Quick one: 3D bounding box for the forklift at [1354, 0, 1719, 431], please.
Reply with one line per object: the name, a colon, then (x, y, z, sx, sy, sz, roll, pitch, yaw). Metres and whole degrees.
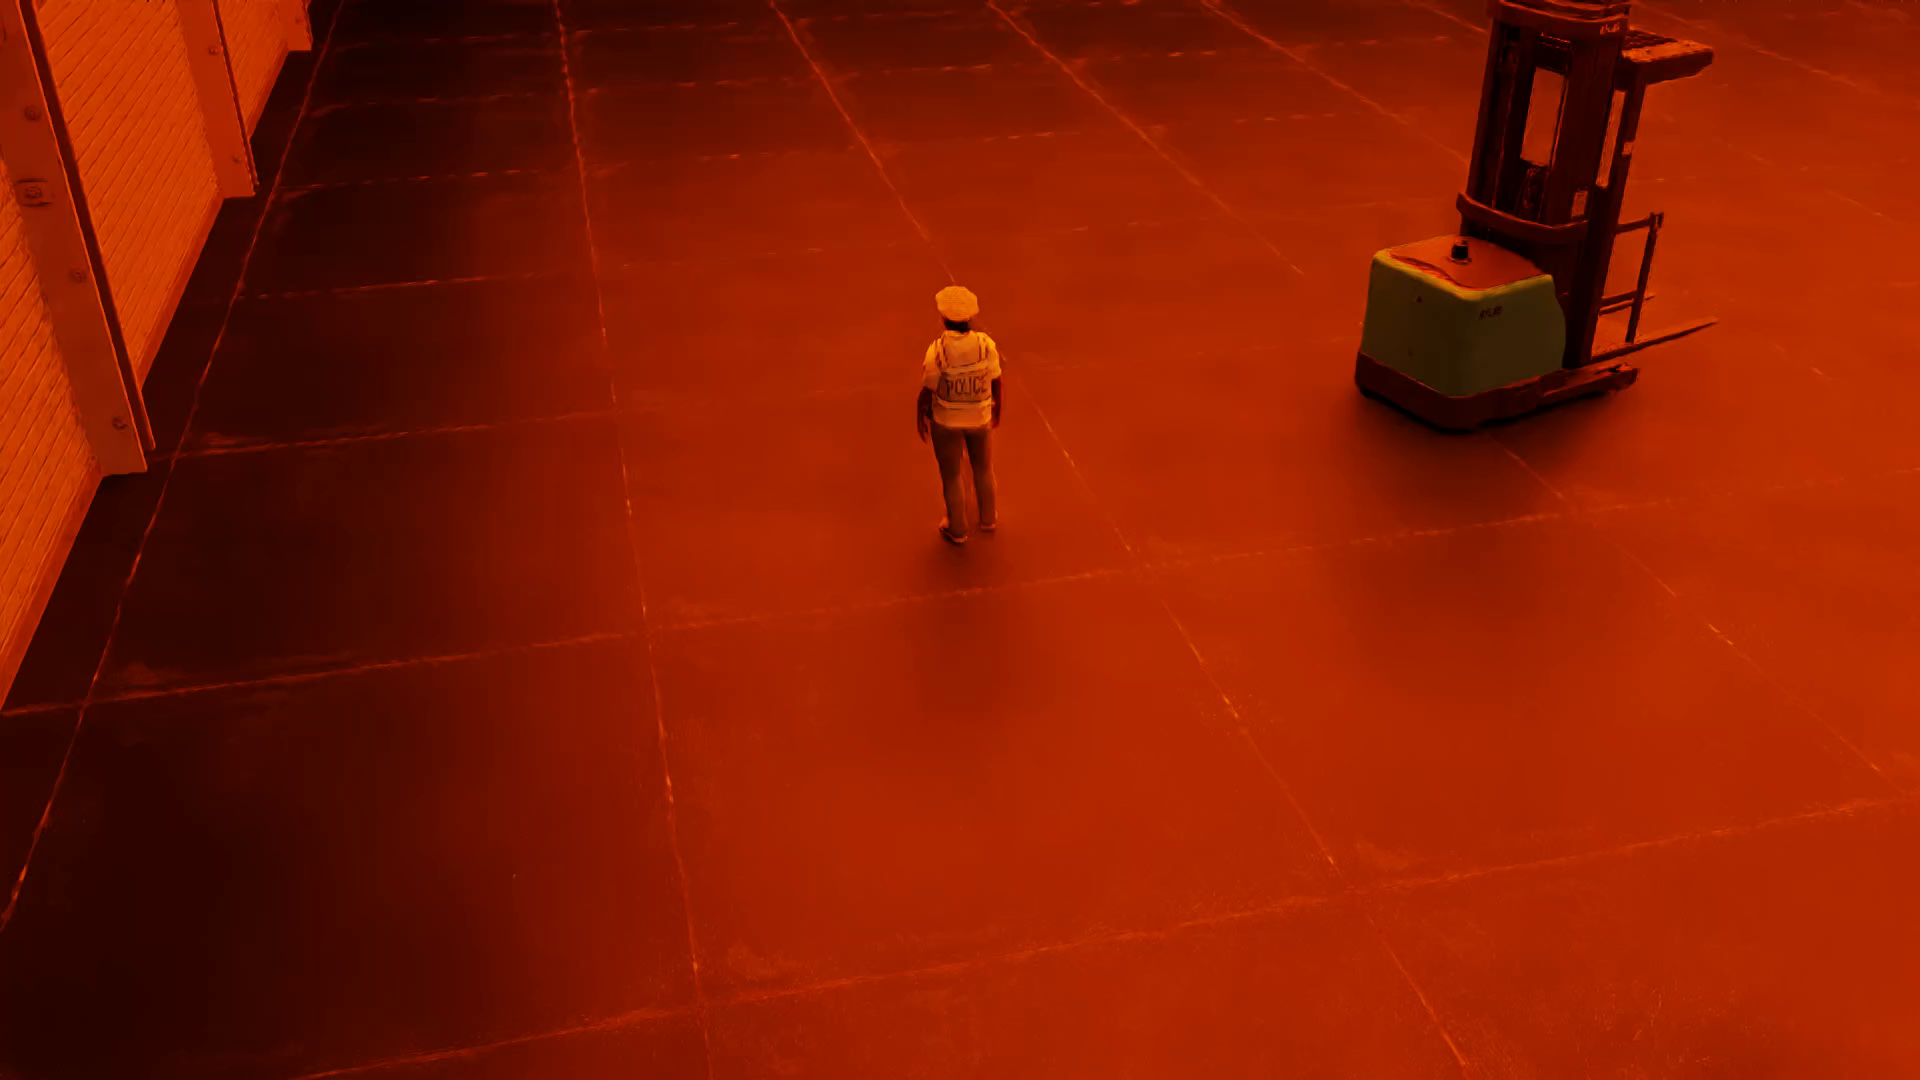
forklift: (4.481, -2.572, 12.018, 3.031, 2.935, 1.130, -16, 34, -26)

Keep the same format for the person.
person: (0.001, -0.778, 10.139, 0.570, 1.693, 0.529, -7, 31, -12)
